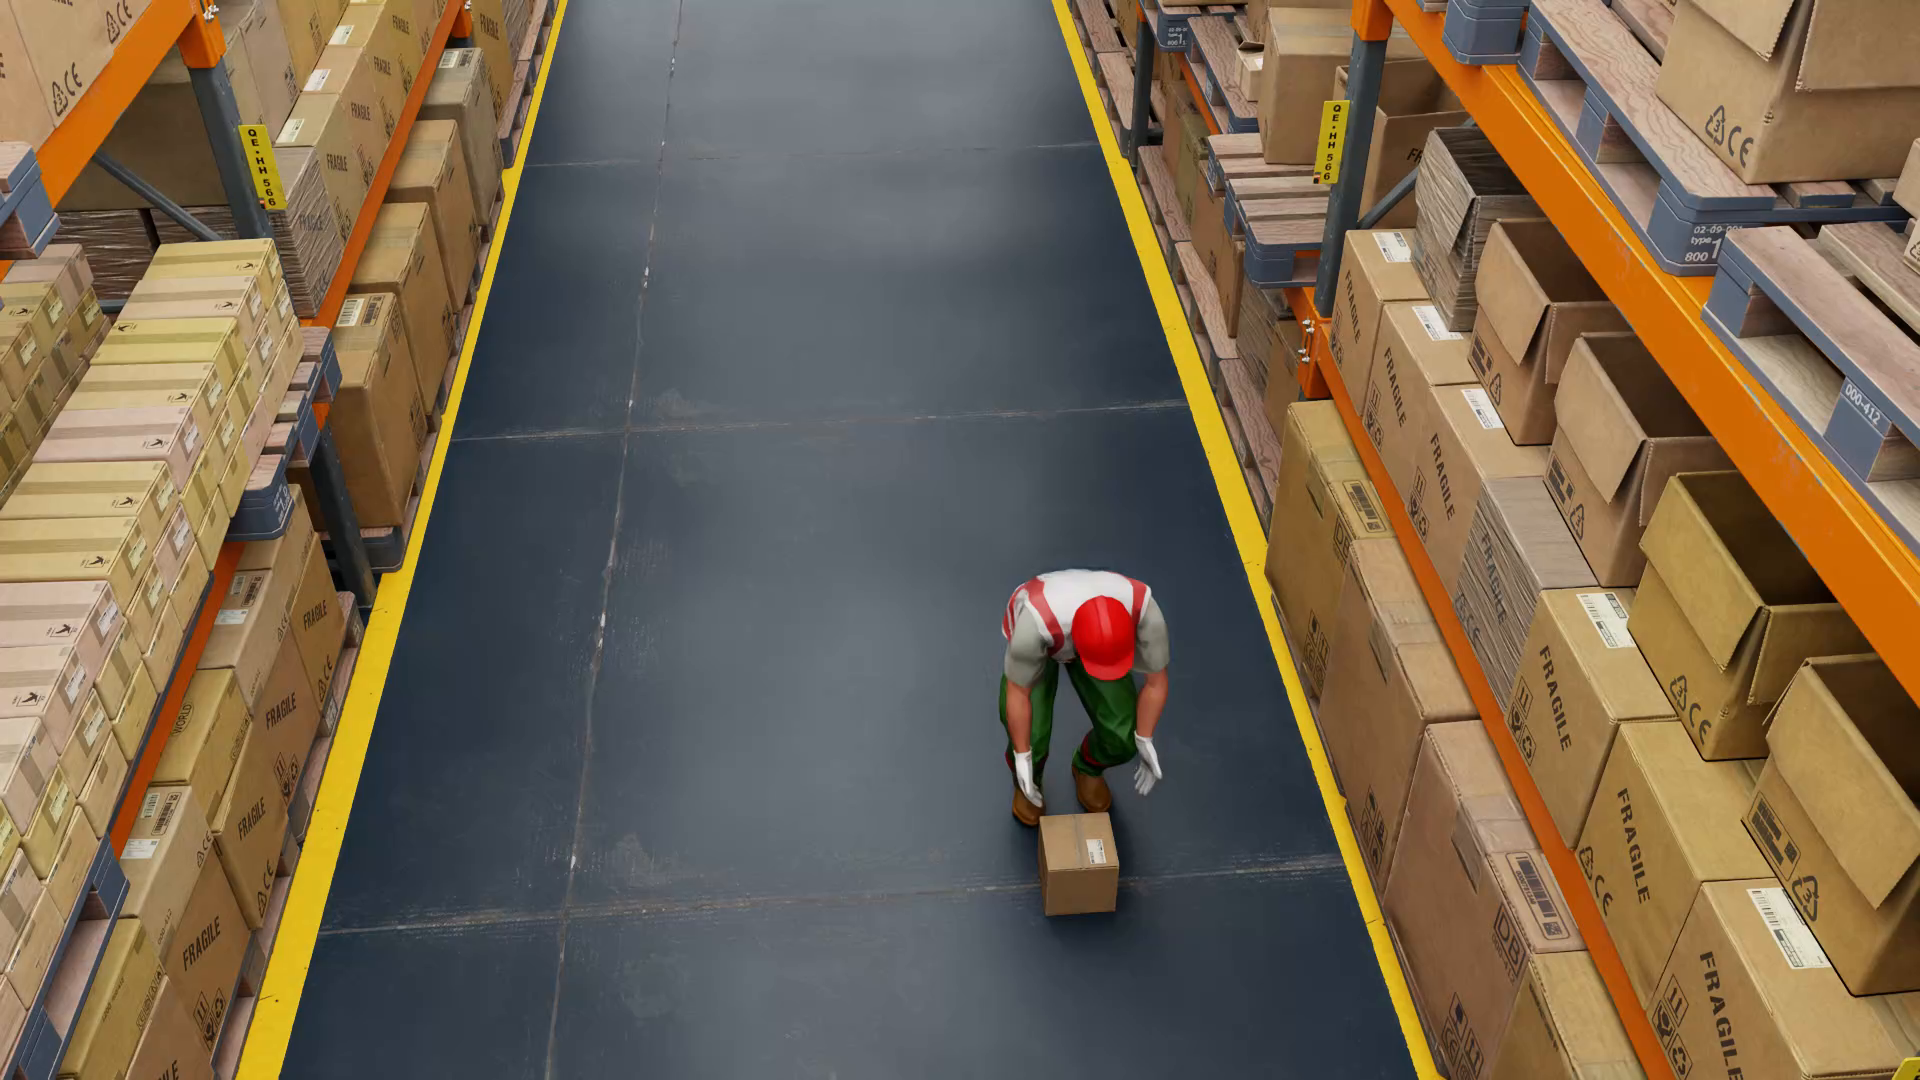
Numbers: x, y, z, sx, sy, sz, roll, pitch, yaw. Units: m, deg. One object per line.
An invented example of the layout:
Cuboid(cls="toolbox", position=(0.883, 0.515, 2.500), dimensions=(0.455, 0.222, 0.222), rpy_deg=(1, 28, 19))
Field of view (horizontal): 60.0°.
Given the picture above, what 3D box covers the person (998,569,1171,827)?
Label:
Cuboid(cls="person", position=(0.430, 0.515, 5.917), dimensions=(0.582, 1.260, 0.829), rpy_deg=(-3, 39, -4))
